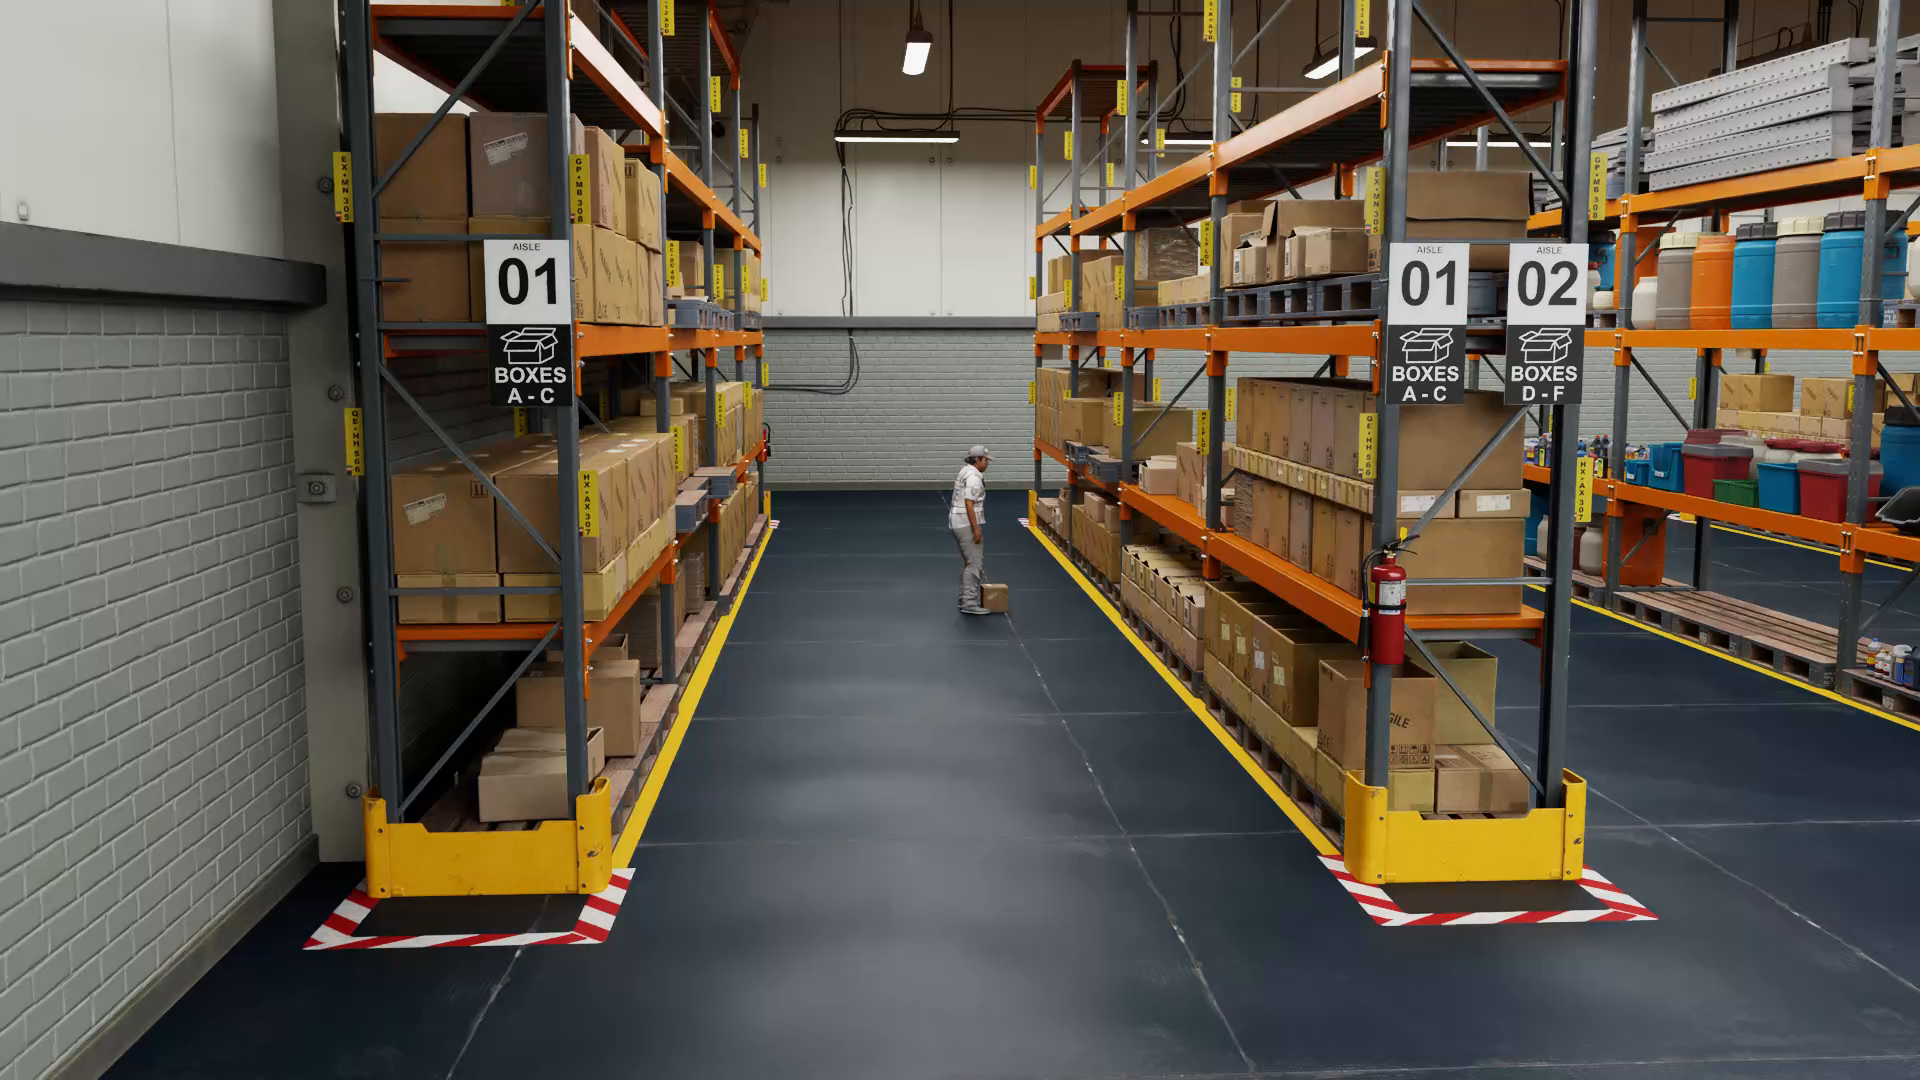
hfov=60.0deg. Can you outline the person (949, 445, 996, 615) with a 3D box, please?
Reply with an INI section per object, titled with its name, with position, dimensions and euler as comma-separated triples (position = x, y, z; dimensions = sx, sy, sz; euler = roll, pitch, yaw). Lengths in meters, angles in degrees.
[person]
position = 0.133, -0.114, 16.656
dimensions = 0.473, 1.666, 0.550
euler = -1, 7, -5
